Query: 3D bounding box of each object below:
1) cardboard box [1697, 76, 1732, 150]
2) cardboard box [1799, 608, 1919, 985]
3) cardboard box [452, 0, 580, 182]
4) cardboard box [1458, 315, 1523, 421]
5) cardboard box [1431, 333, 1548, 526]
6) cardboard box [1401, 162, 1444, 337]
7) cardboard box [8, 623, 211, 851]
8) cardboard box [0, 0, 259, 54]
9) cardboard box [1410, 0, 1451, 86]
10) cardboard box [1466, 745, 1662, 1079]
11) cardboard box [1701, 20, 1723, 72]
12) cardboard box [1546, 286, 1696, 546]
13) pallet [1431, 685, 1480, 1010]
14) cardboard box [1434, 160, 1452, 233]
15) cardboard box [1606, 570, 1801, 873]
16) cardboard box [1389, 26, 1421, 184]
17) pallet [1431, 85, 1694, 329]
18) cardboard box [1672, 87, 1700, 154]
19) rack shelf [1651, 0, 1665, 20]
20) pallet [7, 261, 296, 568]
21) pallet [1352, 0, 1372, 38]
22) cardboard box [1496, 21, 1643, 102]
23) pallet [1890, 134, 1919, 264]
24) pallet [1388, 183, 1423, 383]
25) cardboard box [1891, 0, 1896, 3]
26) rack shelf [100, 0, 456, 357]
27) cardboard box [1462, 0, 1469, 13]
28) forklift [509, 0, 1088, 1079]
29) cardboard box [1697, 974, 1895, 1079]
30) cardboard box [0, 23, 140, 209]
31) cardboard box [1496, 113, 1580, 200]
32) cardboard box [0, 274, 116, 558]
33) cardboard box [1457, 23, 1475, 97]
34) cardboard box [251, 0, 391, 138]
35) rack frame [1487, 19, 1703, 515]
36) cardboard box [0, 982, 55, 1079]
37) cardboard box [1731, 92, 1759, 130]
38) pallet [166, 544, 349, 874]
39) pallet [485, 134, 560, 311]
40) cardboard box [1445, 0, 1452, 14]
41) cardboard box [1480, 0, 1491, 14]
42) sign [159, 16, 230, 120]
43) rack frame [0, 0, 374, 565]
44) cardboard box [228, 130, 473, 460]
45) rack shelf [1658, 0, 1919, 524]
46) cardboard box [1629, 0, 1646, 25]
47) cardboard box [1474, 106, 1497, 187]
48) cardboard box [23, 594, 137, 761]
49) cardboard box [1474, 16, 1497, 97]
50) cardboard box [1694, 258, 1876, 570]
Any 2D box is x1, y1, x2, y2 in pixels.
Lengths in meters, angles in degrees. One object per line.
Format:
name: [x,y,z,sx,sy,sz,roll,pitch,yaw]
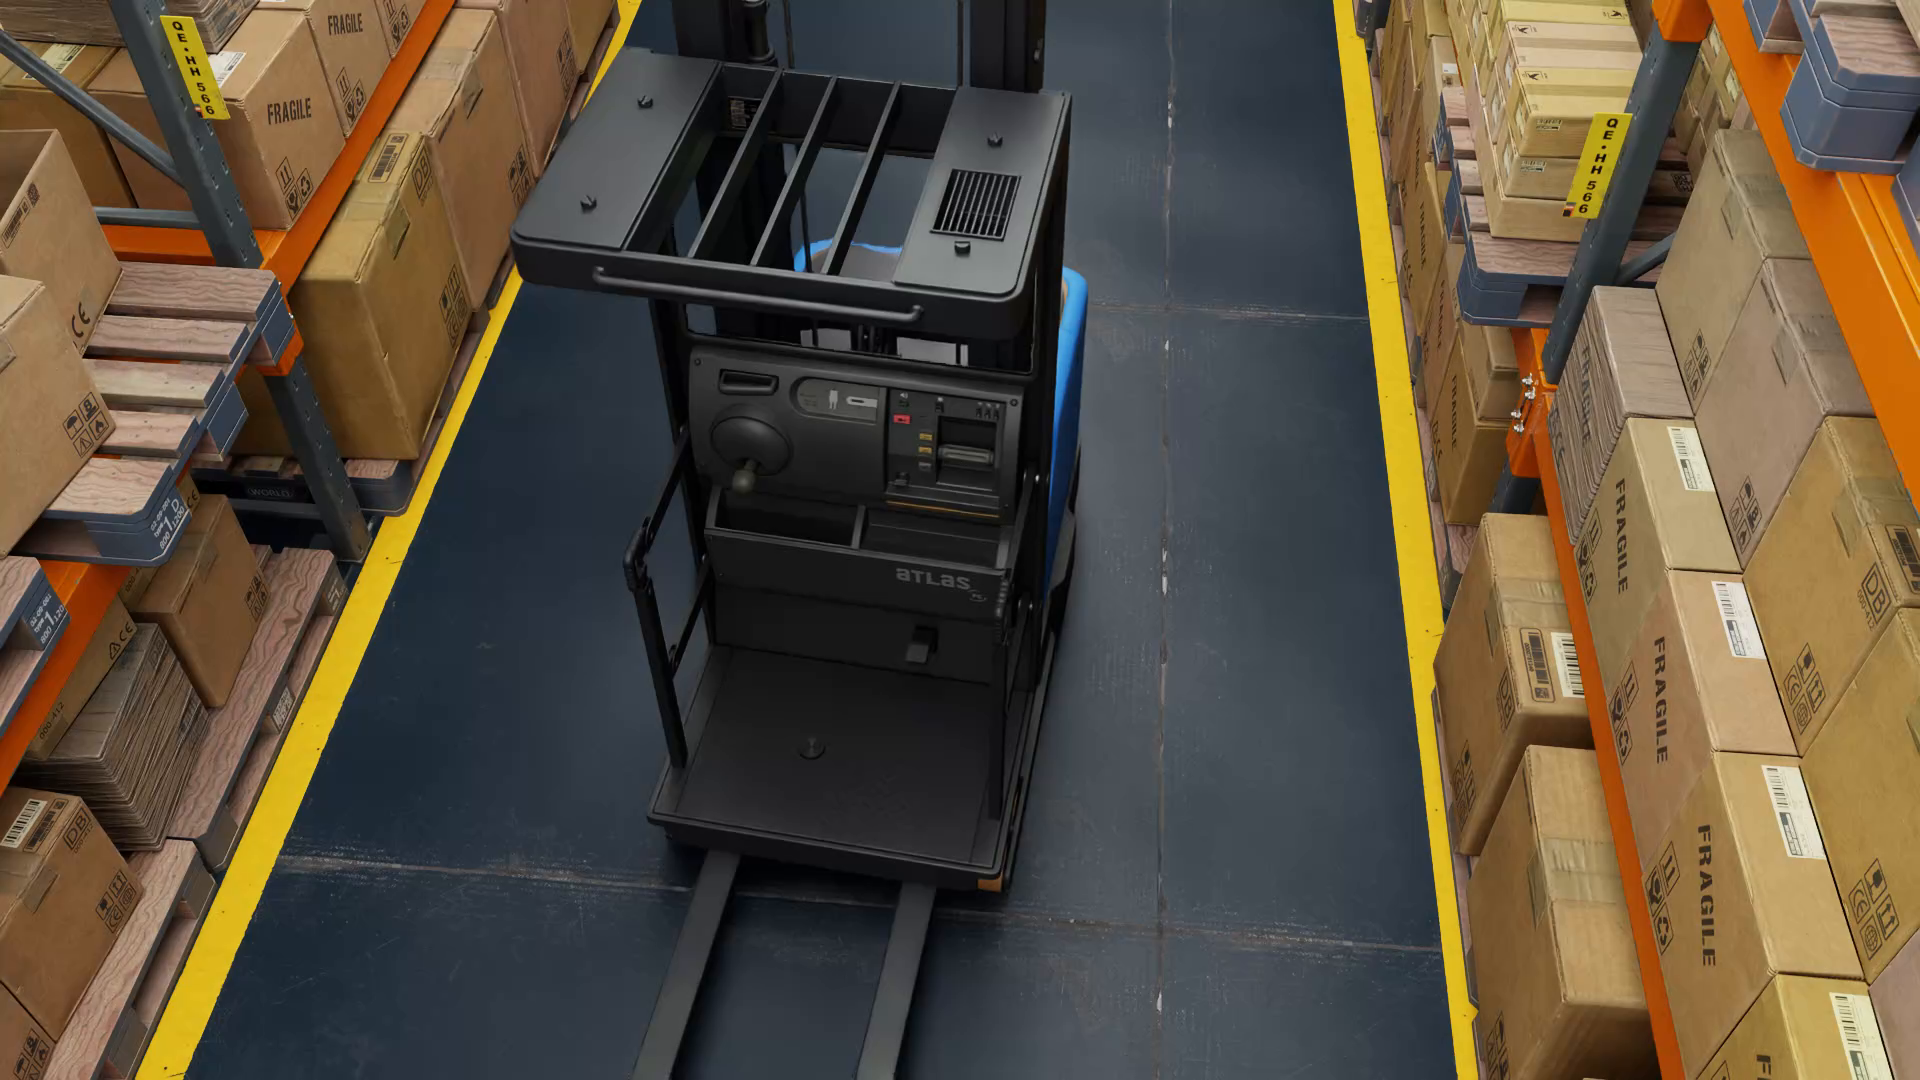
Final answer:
cardboard box: [2.490,-1.289,5.081,0.380,0.149,0.250,6,48,5]
cardboard box: [2.037,0.492,3.022,0.700,0.500,0.500,3,48,3]
cardboard box: [-2.461,-2.234,7.416,1.225,0.875,0.875,2,48,2]
cardboard box: [2.024,-0.662,5.724,0.500,0.250,0.500,3,48,3]
cardboard box: [2.023,-0.390,5.983,0.500,0.500,0.500,4,48,3]
cardboard box: [2.106,-1.161,6.689,0.500,0.500,0.500,2,48,2]
cardboard box: [-2.786,0.599,5.066,0.700,0.500,0.500,0,48,0]
cardboard box: [-2.624,-1.907,5.214,0.797,0.503,0.637,5,48,5]
cardboard box: [2.211,-2.165,7.098,0.500,0.250,0.500,5,48,5]
cardboard box: [2.002,1.111,4.441,1.050,0.750,0.750,5,48,4]
cardboard box: [2.507,-1.553,5.120,0.380,0.149,0.250,4,48,3]
cardboard box: [1.913,-0.313,4.436,0.500,0.500,0.500,4,48,4]
pallet: [2.076,0.925,5.261,1.003,0.211,1.213,4,48,4]
cardboard box: [2.122,-1.407,6.405,0.500,0.250,0.500,5,48,4]
cardboard box: [1.823,0.431,3.755,0.500,0.500,0.500,4,48,3]
cardboard box: [2.210,-1.914,7.377,0.500,0.500,0.500,6,48,5]
pallet: [2.182,-1.057,5.314,1.213,0.211,1.003,4,48,4]
cardboard box: [2.514,-1.358,5.345,0.380,0.149,0.250,6,48,5]
rack shelf: [2.405,-2.830,5.260,1.077,0.370,4.000,4,48,4]
pallet: [-2.666,-0.403,4.716,1.213,0.211,1.003,4,48,4]
pallet: [2.614,-3.085,8.929,1.003,0.211,1.213,4,48,4]
cardboard box: [1.836,-1.424,5.002,0.380,0.149,0.250,3,48,3]
pallet: [2.118,-0.241,2.533,1.003,0.211,1.213,6,48,5]
pallet: [2.410,-1.118,7.129,1.003,0.211,1.213,4,48,4]
cardboard box: [1.938,-1.232,3.019,0.500,0.311,0.500,4,48,4]
rack shelf: [-2.525,-2.226,6.740,1.077,0.370,4.000,4,48,4]
cardboard box: [1.907,-1.898,5.637,0.380,0.149,0.250,4,48,3]
forklift: [-0.330,-0.186,4.434,1.130,2.935,3.031,8,48,7]
cardboard box: [1.732,1.171,3.079,0.500,0.500,0.500,4,48,4]
cardboard box: [-2.909,-1.412,5.441,0.500,0.500,0.500,5,48,5]
cardboard box: [1.815,-1.142,4.946,0.380,0.149,0.250,5,48,4]
cardboard box: [-2.668,-0.358,4.192,0.700,0.500,0.500,10,48,9]
cardboard box: [1.884,-1.596,5.562,0.380,0.149,0.250,3,48,3]
cardboard box: [-2.347,-1.750,5.750,0.500,0.500,0.500,3,48,2]
rack frame: [2.223,-0.591,4.758,1.000,3.000,0.127,4,48,4]
cardboard box: [-2.881,1.426,4.309,0.700,0.500,0.500,0,48,0]
cardboard box: [2.459,-1.178,4.777,0.380,0.149,0.250,4,48,4]
pallet: [-2.780,0.517,5.635,1.003,0.211,1.213,4,48,4]
pallet: [-2.446,-1.526,7.503,1.003,0.211,1.213,4,48,4]
cardboard box: [1.932,-1.983,5.917,0.380,0.149,0.250,5,48,5]
cardboard box: [1.881,-1.813,5.358,0.380,0.149,0.250,5,48,5]
sign: [-2.166,-1.333,4.706,0.100,0.325,0.005,4,48,4]
rack frame: [-2.707,-0.999,5.131,1.000,3.000,0.127,4,48,4]
cardboard box: [-2.623,-0.929,6.222,1.225,0.875,0.875,2,48,2]
rack shelf: [2.041,0.109,2.572,1.077,0.370,4.000,4,48,4]
cardboard box: [2.584,-1.937,5.875,0.380,0.149,0.250,4,48,4]
cardboard box: [1.835,-1.224,5.222,0.380,0.149,0.250,4,48,3]
cardboard box: [-2.776,0.328,4.805,0.500,0.250,0.500,9,48,8]
cardboard box: [1.859,-1.532,5.302,0.380,0.149,0.250,5,48,4]
cardboard box: [2.128,-0.261,3.711,0.700,0.500,0.500,3,48,3]
